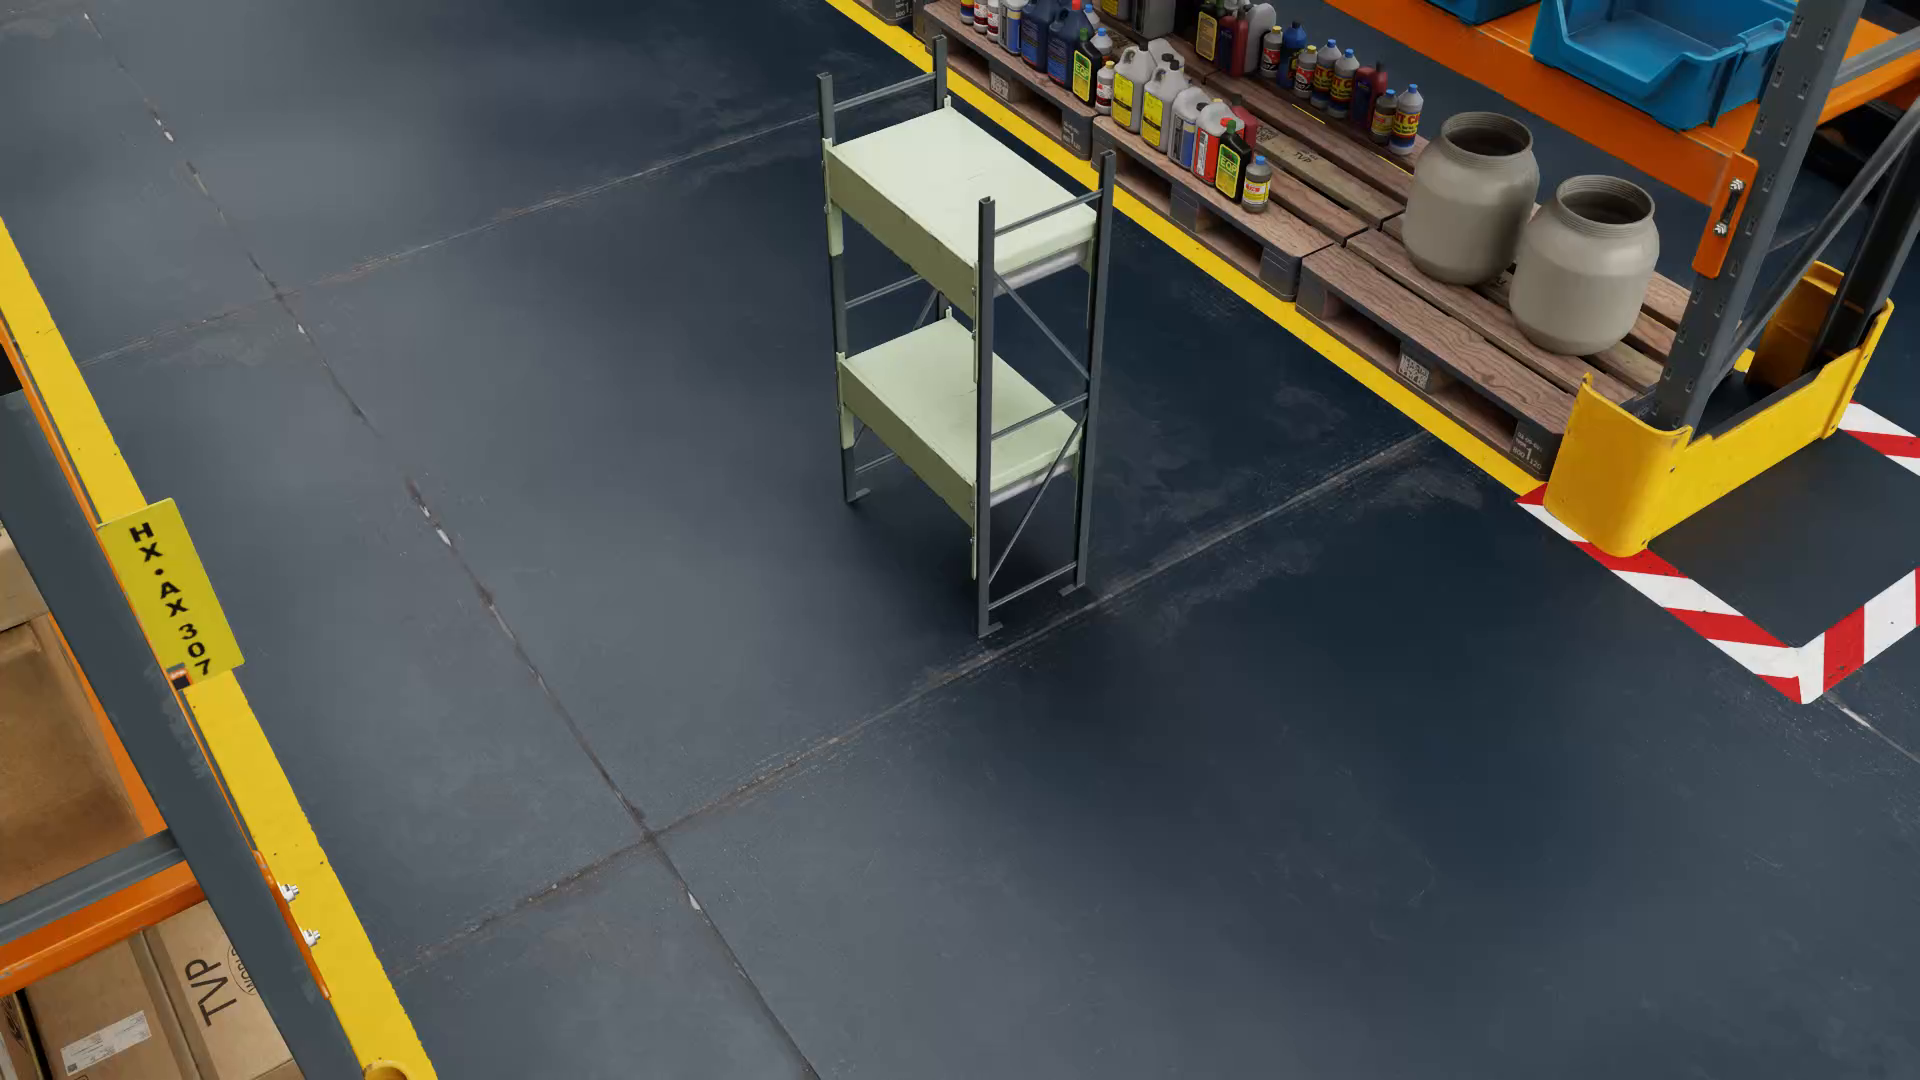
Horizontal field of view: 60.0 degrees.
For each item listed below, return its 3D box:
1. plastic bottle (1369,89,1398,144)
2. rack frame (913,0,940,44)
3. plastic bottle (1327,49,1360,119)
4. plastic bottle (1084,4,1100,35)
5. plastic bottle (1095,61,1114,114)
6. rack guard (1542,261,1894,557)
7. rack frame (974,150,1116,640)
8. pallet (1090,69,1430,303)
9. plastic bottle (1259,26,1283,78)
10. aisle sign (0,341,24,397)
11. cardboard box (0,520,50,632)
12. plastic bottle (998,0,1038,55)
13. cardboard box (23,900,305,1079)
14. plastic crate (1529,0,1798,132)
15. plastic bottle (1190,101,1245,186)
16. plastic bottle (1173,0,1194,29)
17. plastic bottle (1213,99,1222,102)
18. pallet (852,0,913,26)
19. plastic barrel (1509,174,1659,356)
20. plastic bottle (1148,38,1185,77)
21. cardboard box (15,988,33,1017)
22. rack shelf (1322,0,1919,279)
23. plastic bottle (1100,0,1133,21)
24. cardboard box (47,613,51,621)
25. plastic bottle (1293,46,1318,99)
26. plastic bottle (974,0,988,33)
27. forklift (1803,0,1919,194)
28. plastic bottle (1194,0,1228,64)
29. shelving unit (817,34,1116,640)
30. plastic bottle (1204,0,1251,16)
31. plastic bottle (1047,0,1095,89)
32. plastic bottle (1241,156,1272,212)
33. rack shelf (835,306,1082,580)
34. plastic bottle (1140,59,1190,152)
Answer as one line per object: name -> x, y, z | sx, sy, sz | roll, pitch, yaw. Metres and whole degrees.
plastic bottle -> 1.674, -1.671, 6.537 | 0.097, 0.201, 0.097 | 0, 44, 0
rack frame -> 0.227, -3.581, 6.829 | 1.000, 3.000, 0.127 | -26, 49, -24
plastic bottle -> 1.538, -1.832, 6.654 | 0.097, 0.271, 0.097 | 0, 44, 0
plastic bottle -> 0.530, -2.098, 6.933 | 0.097, 0.271, 0.097 | 0, 44, 0
plastic bottle -> 0.599, -1.831, 6.703 | 0.097, 0.201, 0.097 | 0, 44, 0
rack guard -> 2.433, -0.436, 5.345 | 1.175, 0.500, 0.348 | -26, 49, -24
rack frame -> 0.213, -0.331, 4.511 | 0.400, 1.500, 0.023 | -26, 49, -24
pallet -> 1.279, -1.484, 6.652 | 1.003, 0.211, 1.213 | -26, 49, -24
plastic bottle -> 1.306, -2.036, 6.919 | 0.097, 0.201, 0.097 | 0, 44, 0
aisle sign -> -1.261, -0.385, 1.599 | 0.394, 0.787, 0.004 | -26, 49, -24
cardboard box -> -1.598, 0.061, 2.472 | 0.380, 0.149, 0.250 | -26, 49, -25
plastic bottle -> 0.257, -2.229, 7.067 | 0.152, 0.276, 0.135 | -24, 49, -23
cardboard box -> -1.674, 1.090, 3.623 | 0.500, 0.250, 0.500 | -26, 49, -24
plastic crate -> 1.983, -1.427, 4.681 | 0.499, 0.251, 0.616 | -26, 49, -24
plastic bottle -> 0.983, -1.510, 6.314 | 0.152, 0.276, 0.135 | -25, 49, -24
plastic bottle -> 0.941, -2.423, 7.215 | 0.144, 0.351, 0.185 | -28, 50, -26
plastic bottle -> 0.996, -1.622, 6.485 | 0.097, 0.201, 0.097 | 0, 44, 0
pallet -> -0.254, -3.002, 8.242 | 1.003, 0.211, 1.213 | -26, 49, -24
plastic barrel -> 2.076, -0.911, 5.529 | 0.421, 0.512, 0.421 | 0, 44, 0
plastic bottle -> 0.807, -1.859, 6.679 | 0.152, 0.276, 0.135 | -26, 49, -24
cardboard box -> -2.395, 1.016, 3.701 | 0.500, 0.250, 0.500 | -26, 49, -24
rack shelf -> 1.371, -2.188, 5.891 | 1.077, 0.370, 4.000 | -26, 49, -24
plastic bottle -> 0.713, -2.475, 7.270 | 0.144, 0.351, 0.185 | -26, 49, -24
cardboard box -> -2.111, 0.038, 2.966 | 0.700, 0.500, 0.500 | -24, 49, -23
plastic bottle -> 1.424, -1.920, 6.797 | 0.097, 0.201, 0.097 | 0, 44, 0
plastic bottle -> 0.108, -2.317, 7.213 | 0.097, 0.201, 0.097 | 0, 44, 0
forklift -> 4.025, -2.701, 5.957 | 1.130, 2.935, 3.031 | -18, 47, -18
plastic bottle -> 1.057, -2.160, 6.989 | 0.061, 0.283, 0.133 | -26, 49, -24
shelving unit -> 0.004, -0.539, 4.728 | 0.431, 1.500, 0.755 | -26, 49, -24
plastic bottle -> 1.126, -2.240, 7.024 | 0.144, 0.351, 0.185 | -26, 49, -25
plastic bottle -> 0.456, -2.054, 6.829 | 0.144, 0.351, 0.185 | -28, 50, -26
plastic bottle -> 1.105, -1.330, 6.179 | 0.097, 0.201, 0.097 | 0, 44, 0
rack shelf -> 0.004, -0.303, 4.953 | 0.431, 0.370, 0.720 | -26, 49, -24
plastic bottle -> 0.806, -1.708, 6.467 | 0.144, 0.351, 0.185 | -24, 49, -23
